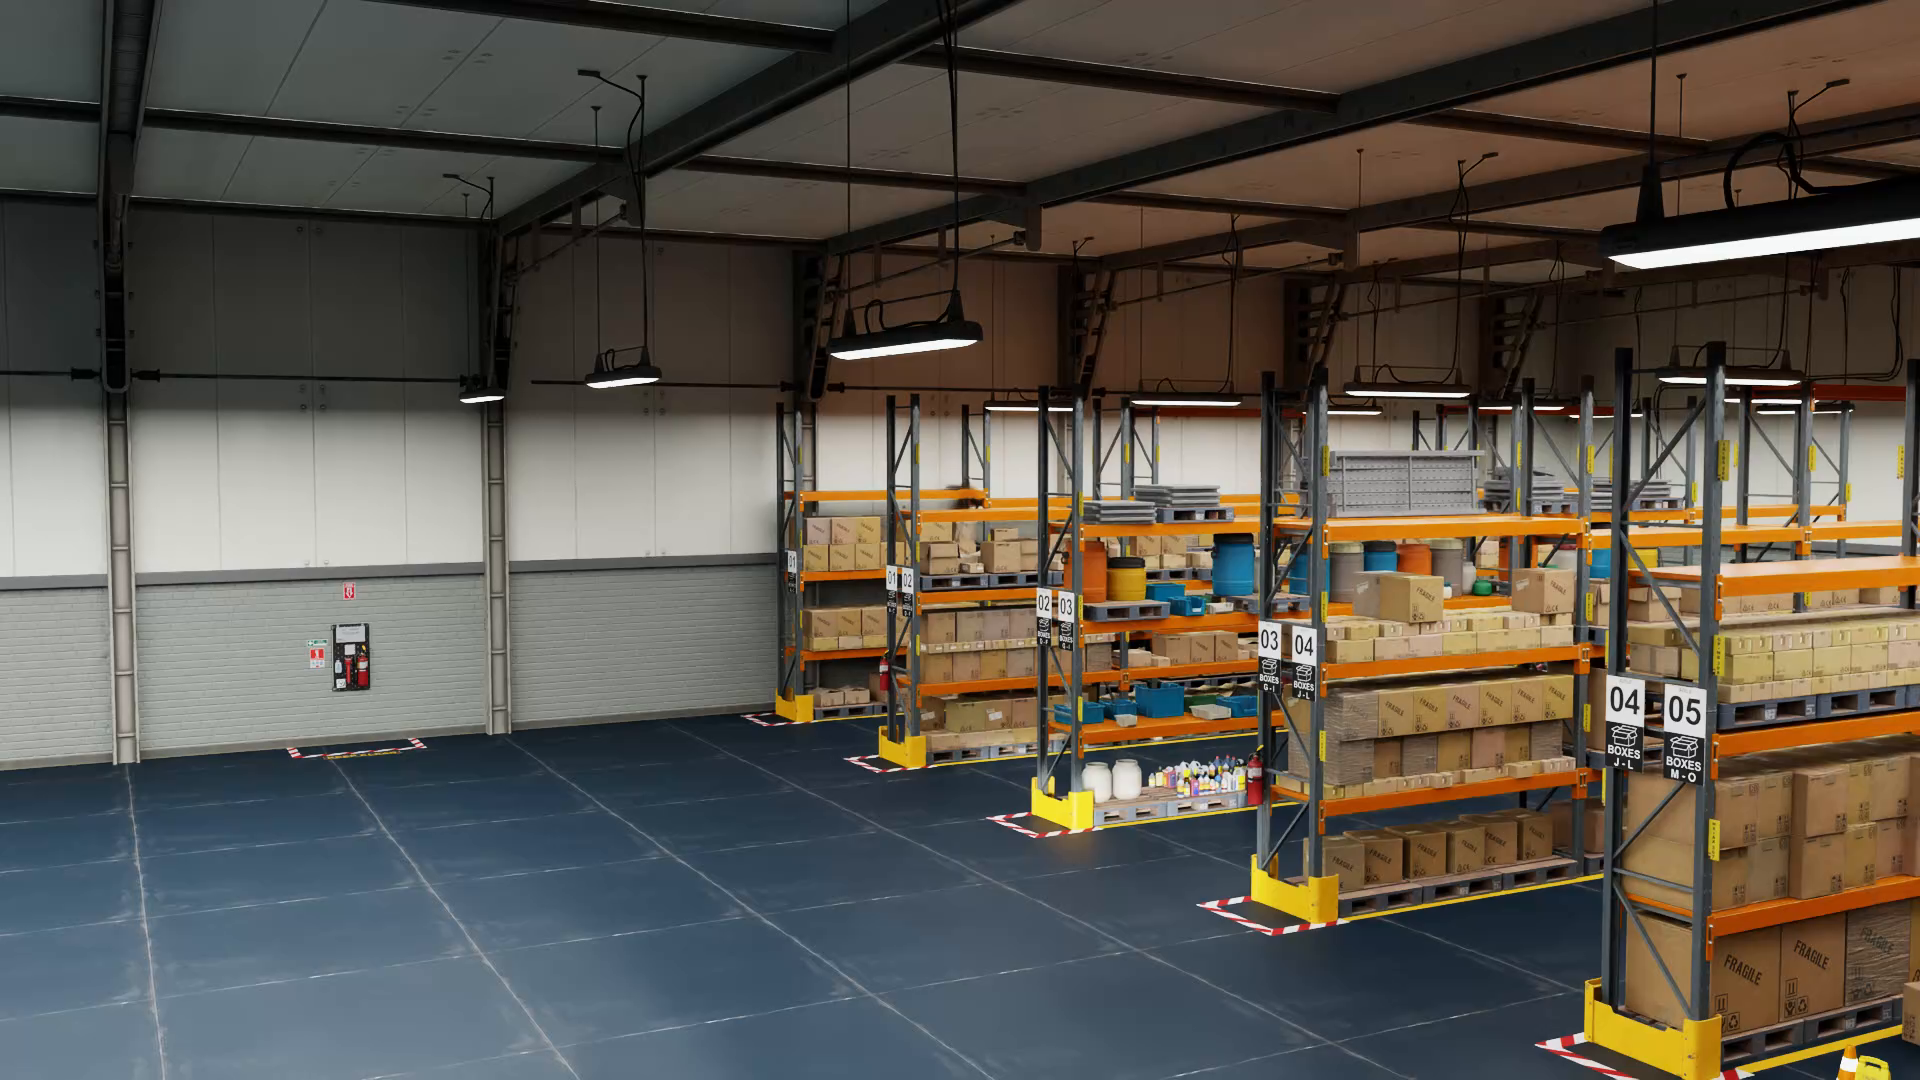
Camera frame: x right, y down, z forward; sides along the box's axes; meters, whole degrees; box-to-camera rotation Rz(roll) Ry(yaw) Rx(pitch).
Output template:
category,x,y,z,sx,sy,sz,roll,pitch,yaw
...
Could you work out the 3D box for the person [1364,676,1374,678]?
category,x,y,z,sx,sy,sz,roll,pitch,yaw
person,7.313,2.714,29.735,0.669,1.582,0.507,-1,4,-23
